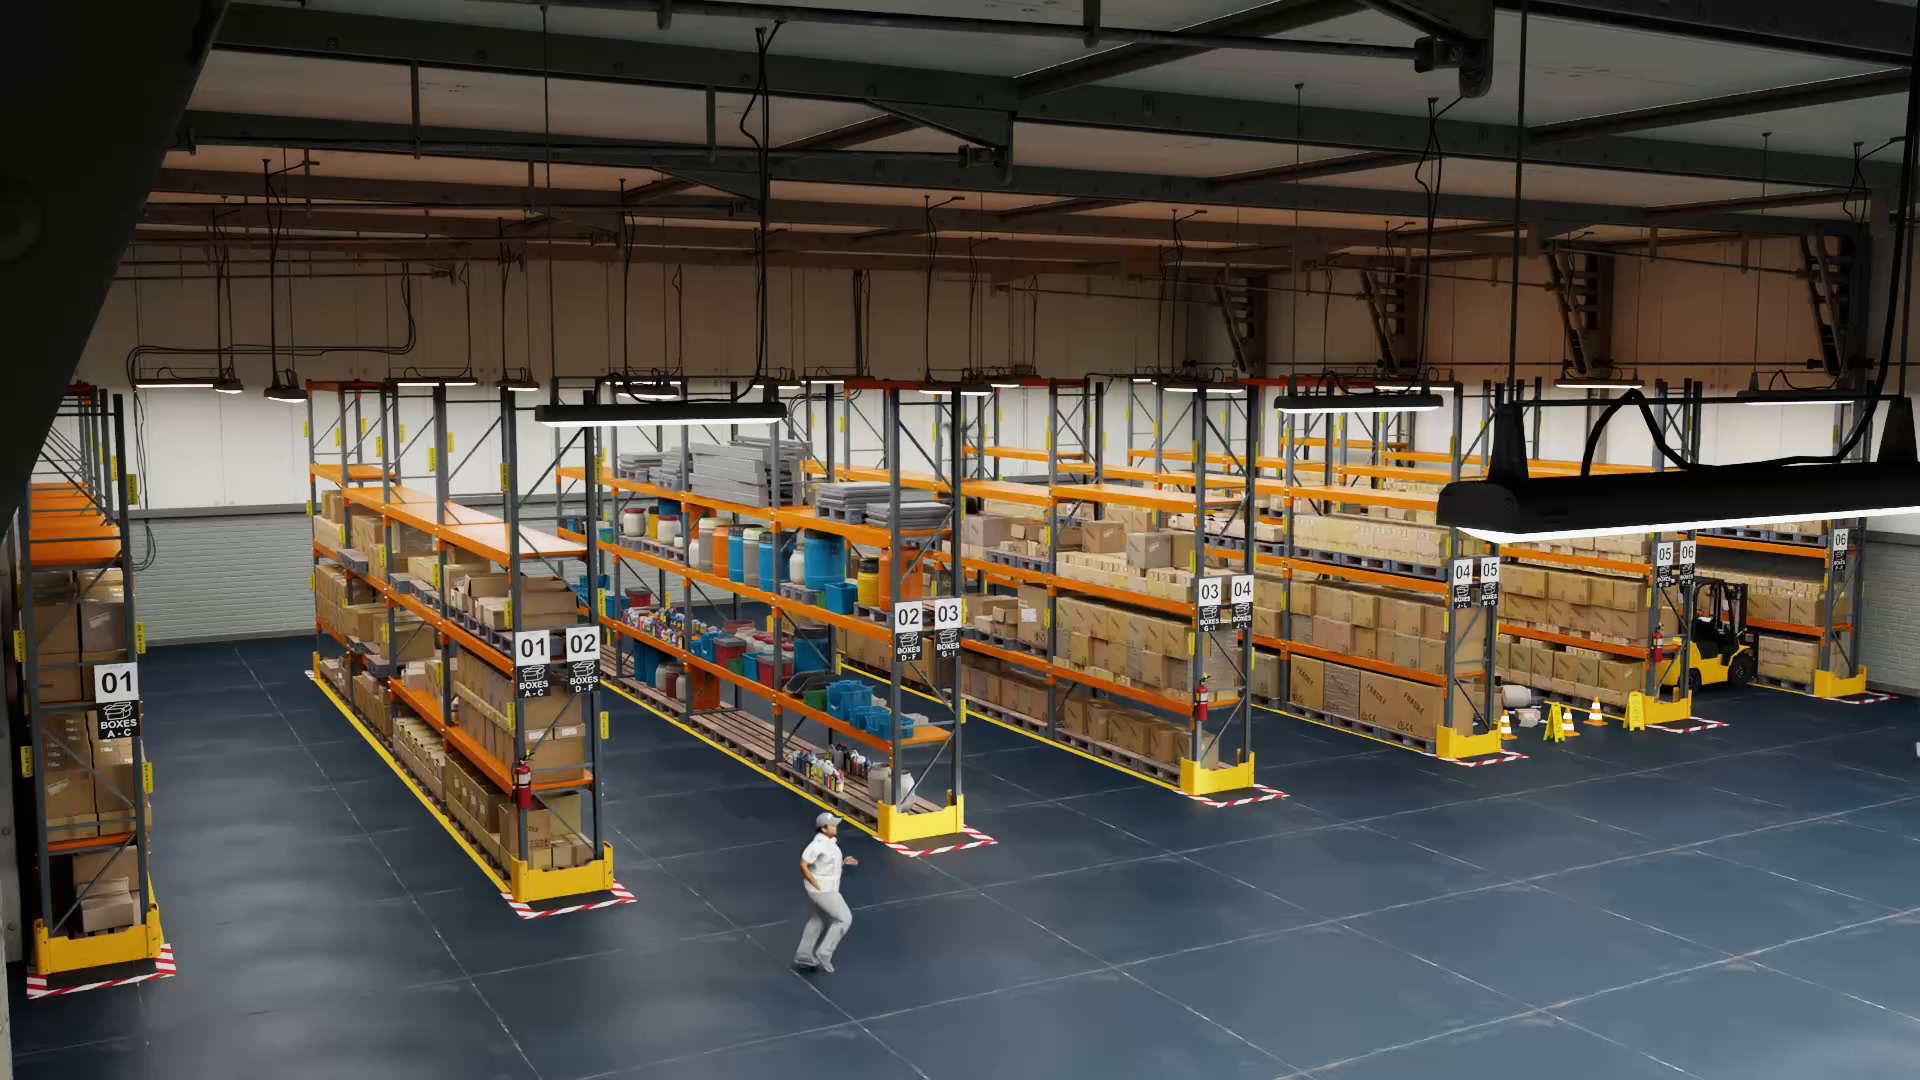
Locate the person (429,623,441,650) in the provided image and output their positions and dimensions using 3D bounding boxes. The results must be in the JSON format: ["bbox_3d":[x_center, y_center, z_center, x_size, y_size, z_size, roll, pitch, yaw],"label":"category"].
[{"bbox_3d":[-10.919,1.878,34.588,0.542,1.567,0.648,4,7,33],"label":"person"}]

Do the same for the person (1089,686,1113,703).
[{"bbox_3d":[2.752,2.187,30.948,0.686,1.731,0.617,-4,7,-34],"label":"person"}]

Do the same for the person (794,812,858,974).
[{"bbox_3d":[-1.404,3.678,17.405,0.680,1.692,0.576,-1,6,-5],"label":"person"}]
